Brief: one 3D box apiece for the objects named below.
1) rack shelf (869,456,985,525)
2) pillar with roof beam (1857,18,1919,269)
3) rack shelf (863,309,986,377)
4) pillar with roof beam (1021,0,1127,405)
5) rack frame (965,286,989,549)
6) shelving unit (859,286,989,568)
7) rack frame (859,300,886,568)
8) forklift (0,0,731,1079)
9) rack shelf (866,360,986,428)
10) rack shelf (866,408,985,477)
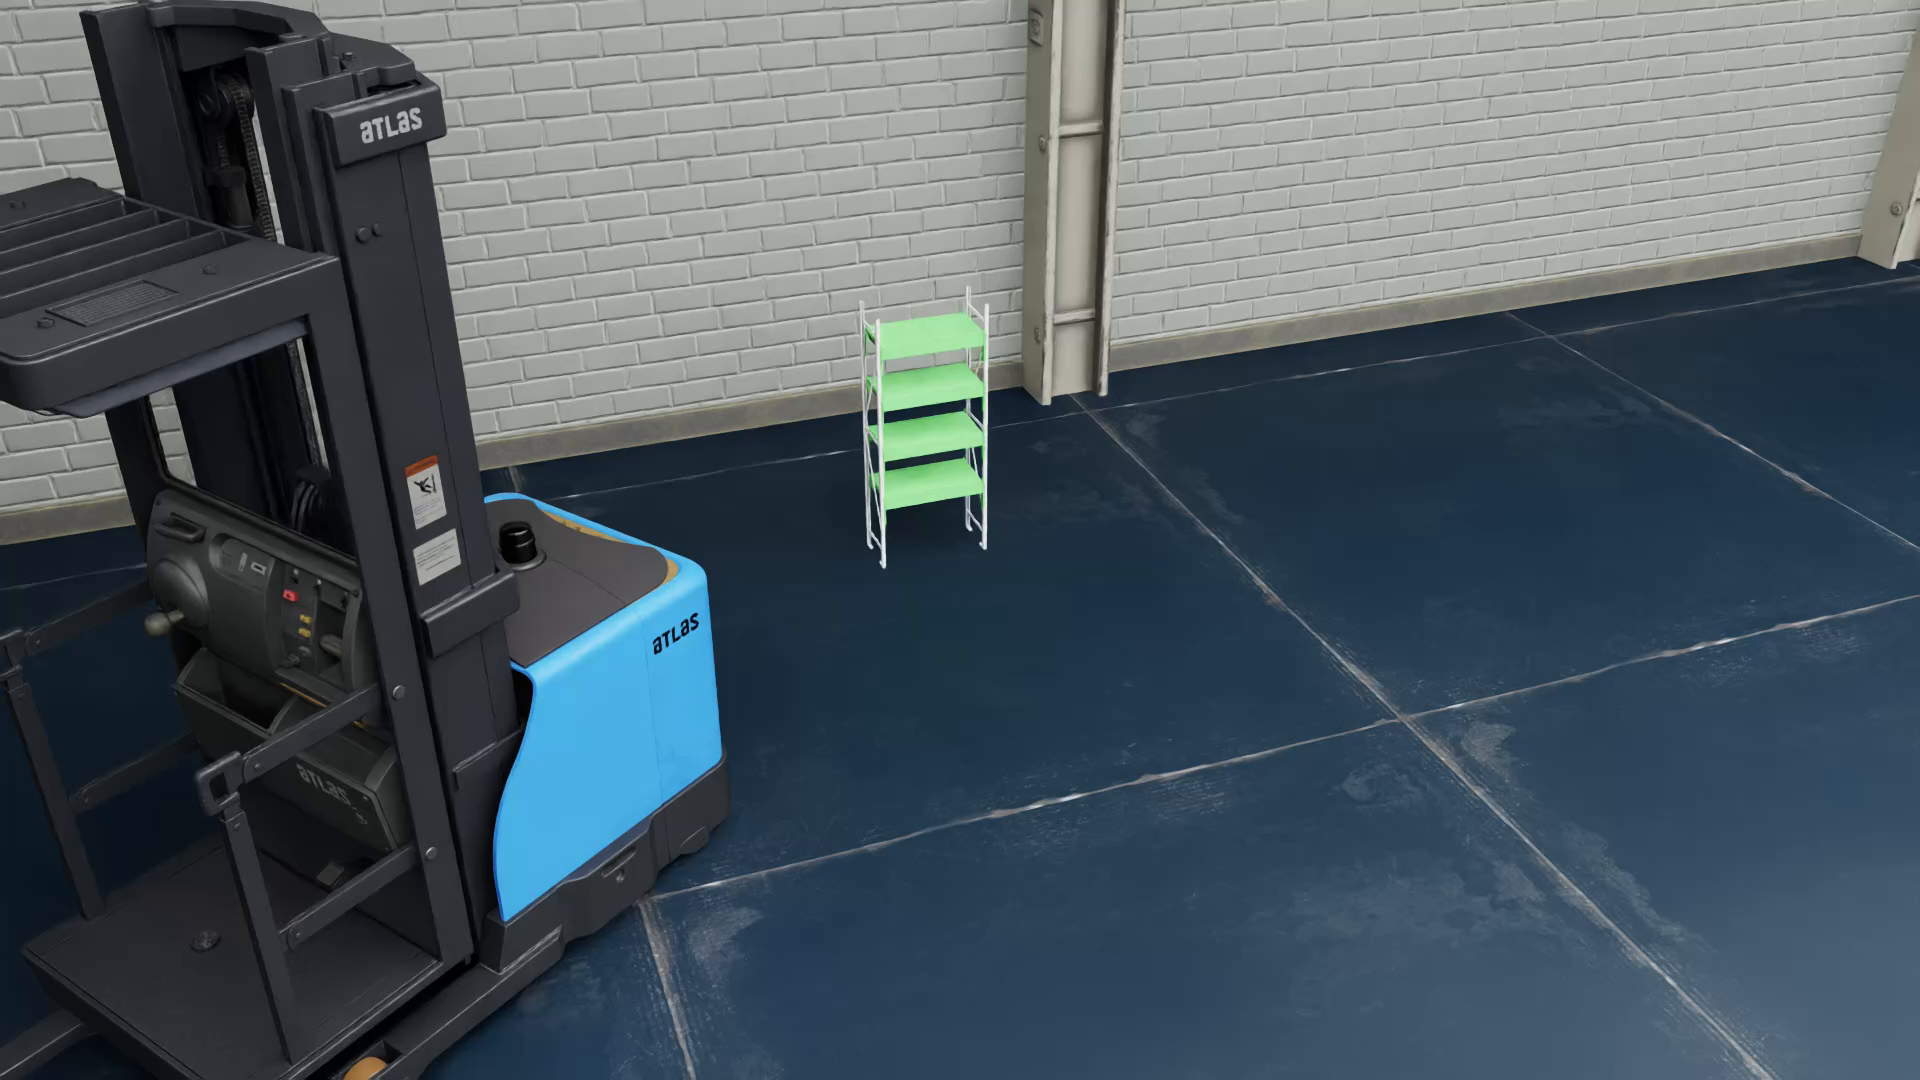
[{"bbox_3d":[-0.155,-0.229,7.553,0.480,0.148,0.258,-10,31,-18],"label":"rack shelf"},{"bbox_3d":[7.701,-3.785,5.302,0.400,9.000,9.100,-10,31,-18],"label":"pillar with roof beam"},{"bbox_3d":[-0.155,-0.854,7.197,0.480,0.148,0.258,-10,31,-18],"label":"rack shelf"},{"bbox_3d":[2.077,-2.749,3.484,0.400,9.000,9.100,-10,31,-18],"label":"pillar with roof beam"},{"bbox_3d":[0.074,-0.535,7.477,0.015,1.200,0.240,-10,31,-18],"label":"rack frame"},{"bbox_3d":[-0.155,-0.493,7.403,0.503,1.200,0.258,-10,31,-18],"label":"shelving unit"},{"bbox_3d":[-0.384,-0.451,7.329,0.015,1.200,0.240,-10,31,-18],"label":"rack frame"},{"bbox_3d":[-2.067,0.204,4.431,1.130,2.935,3.031,19,35,30],"label":"forklift"},{"bbox_3d":[-0.155,-0.646,7.316,0.480,0.148,0.258,-10,31,-18],"label":"rack shelf"},{"bbox_3d":[-0.155,-0.437,7.434,0.480,0.148,0.258,-10,31,-18],"label":"rack shelf"}]
